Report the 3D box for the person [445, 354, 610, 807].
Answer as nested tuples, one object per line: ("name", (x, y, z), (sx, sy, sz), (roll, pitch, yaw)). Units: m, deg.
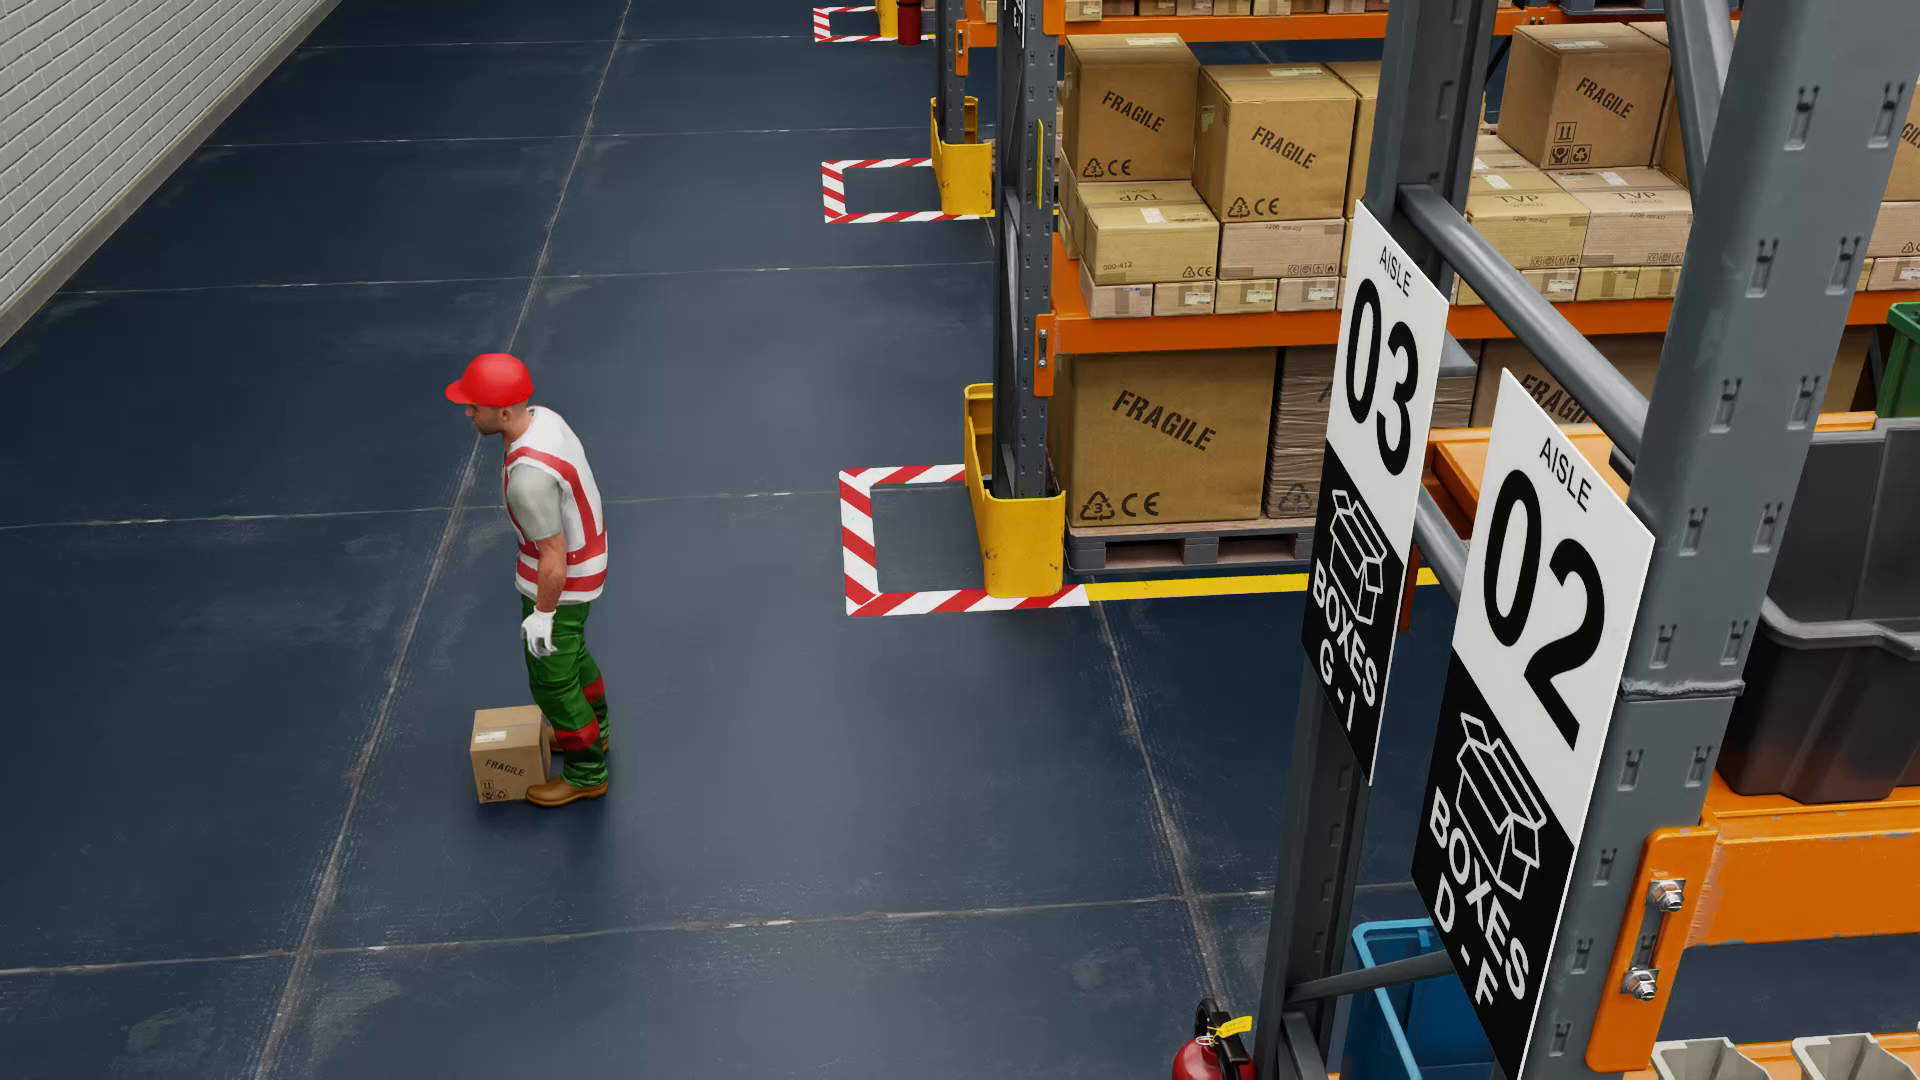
("person", (-1.463, 0.144, 5.878), (0.453, 1.778, 0.615), (-5, 31, -8))
